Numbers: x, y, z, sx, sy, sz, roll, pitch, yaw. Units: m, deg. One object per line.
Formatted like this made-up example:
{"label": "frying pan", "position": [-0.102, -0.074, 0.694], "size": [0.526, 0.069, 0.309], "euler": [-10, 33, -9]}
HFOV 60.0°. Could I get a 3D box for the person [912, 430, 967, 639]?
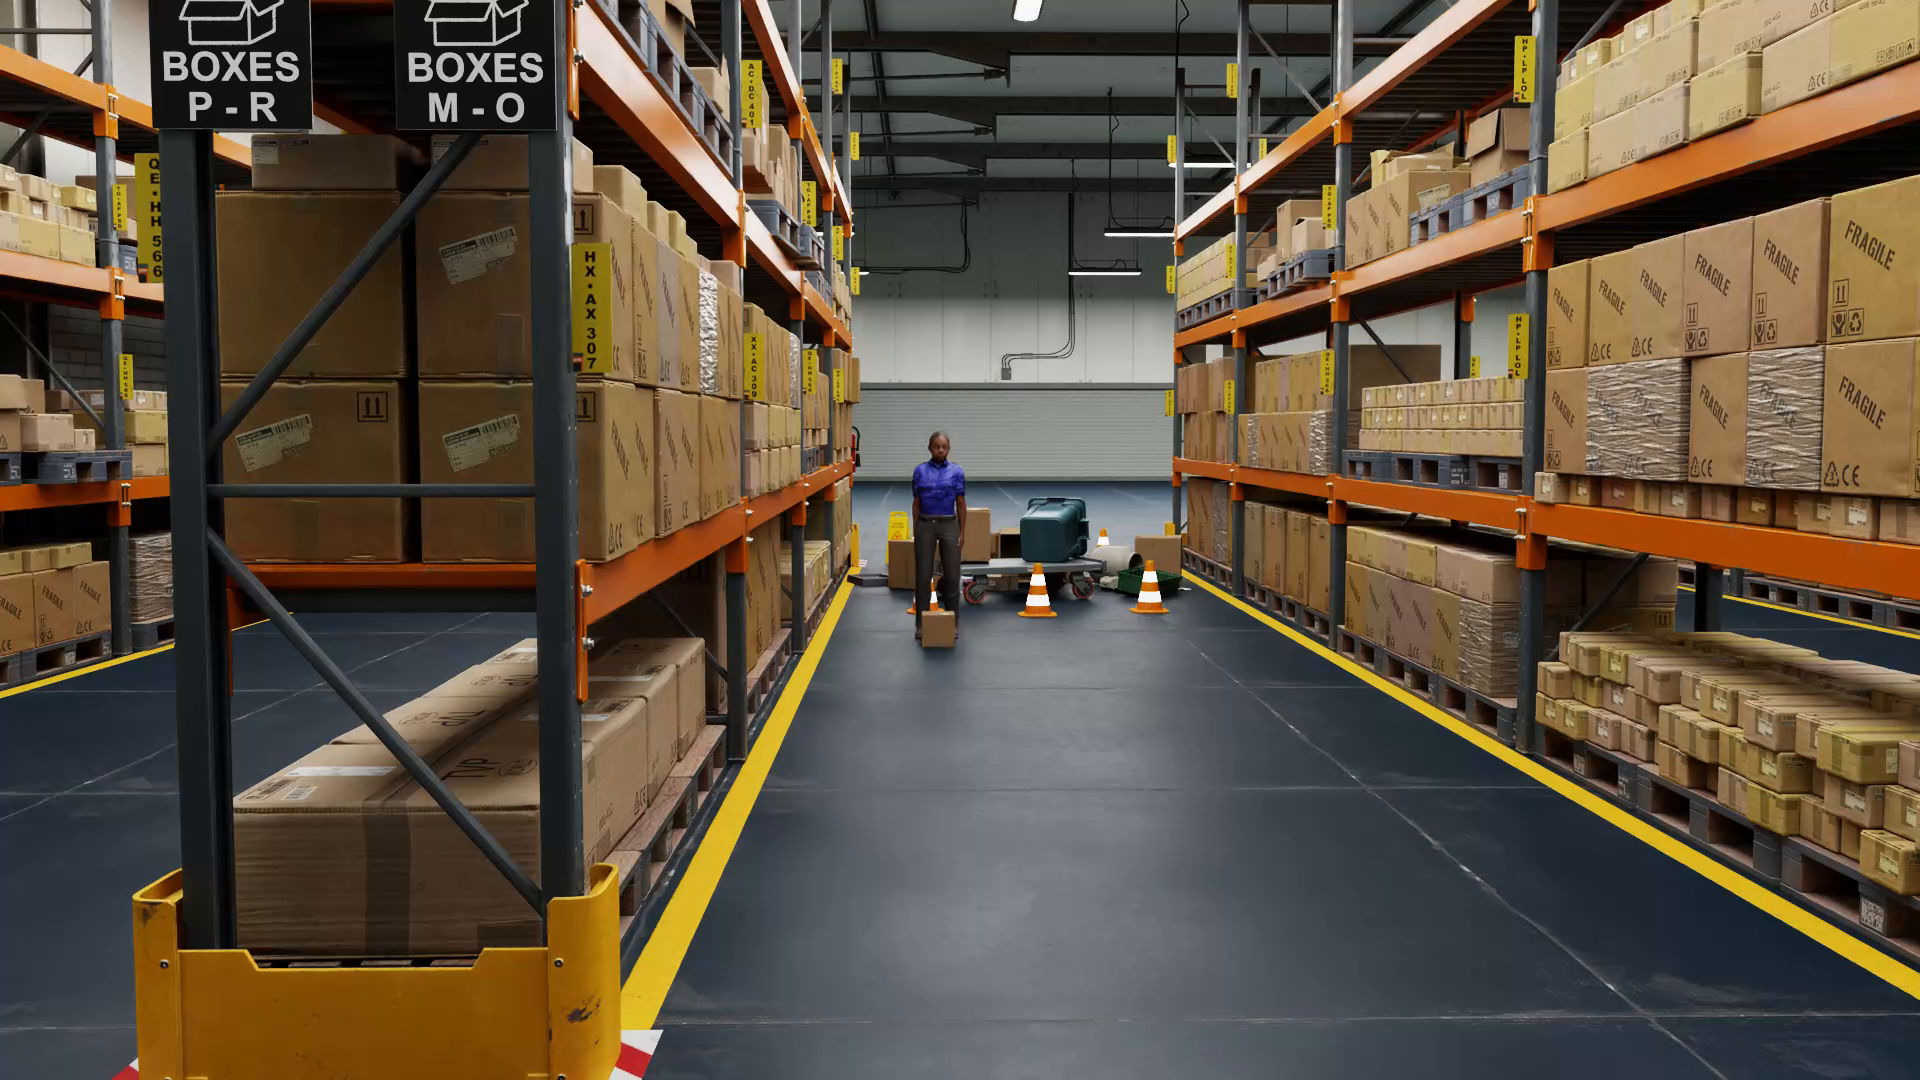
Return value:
{"label": "person", "position": [-0.165, -0.045, 13.237], "size": [0.437, 1.656, 0.299], "euler": [0, 4, 0]}
